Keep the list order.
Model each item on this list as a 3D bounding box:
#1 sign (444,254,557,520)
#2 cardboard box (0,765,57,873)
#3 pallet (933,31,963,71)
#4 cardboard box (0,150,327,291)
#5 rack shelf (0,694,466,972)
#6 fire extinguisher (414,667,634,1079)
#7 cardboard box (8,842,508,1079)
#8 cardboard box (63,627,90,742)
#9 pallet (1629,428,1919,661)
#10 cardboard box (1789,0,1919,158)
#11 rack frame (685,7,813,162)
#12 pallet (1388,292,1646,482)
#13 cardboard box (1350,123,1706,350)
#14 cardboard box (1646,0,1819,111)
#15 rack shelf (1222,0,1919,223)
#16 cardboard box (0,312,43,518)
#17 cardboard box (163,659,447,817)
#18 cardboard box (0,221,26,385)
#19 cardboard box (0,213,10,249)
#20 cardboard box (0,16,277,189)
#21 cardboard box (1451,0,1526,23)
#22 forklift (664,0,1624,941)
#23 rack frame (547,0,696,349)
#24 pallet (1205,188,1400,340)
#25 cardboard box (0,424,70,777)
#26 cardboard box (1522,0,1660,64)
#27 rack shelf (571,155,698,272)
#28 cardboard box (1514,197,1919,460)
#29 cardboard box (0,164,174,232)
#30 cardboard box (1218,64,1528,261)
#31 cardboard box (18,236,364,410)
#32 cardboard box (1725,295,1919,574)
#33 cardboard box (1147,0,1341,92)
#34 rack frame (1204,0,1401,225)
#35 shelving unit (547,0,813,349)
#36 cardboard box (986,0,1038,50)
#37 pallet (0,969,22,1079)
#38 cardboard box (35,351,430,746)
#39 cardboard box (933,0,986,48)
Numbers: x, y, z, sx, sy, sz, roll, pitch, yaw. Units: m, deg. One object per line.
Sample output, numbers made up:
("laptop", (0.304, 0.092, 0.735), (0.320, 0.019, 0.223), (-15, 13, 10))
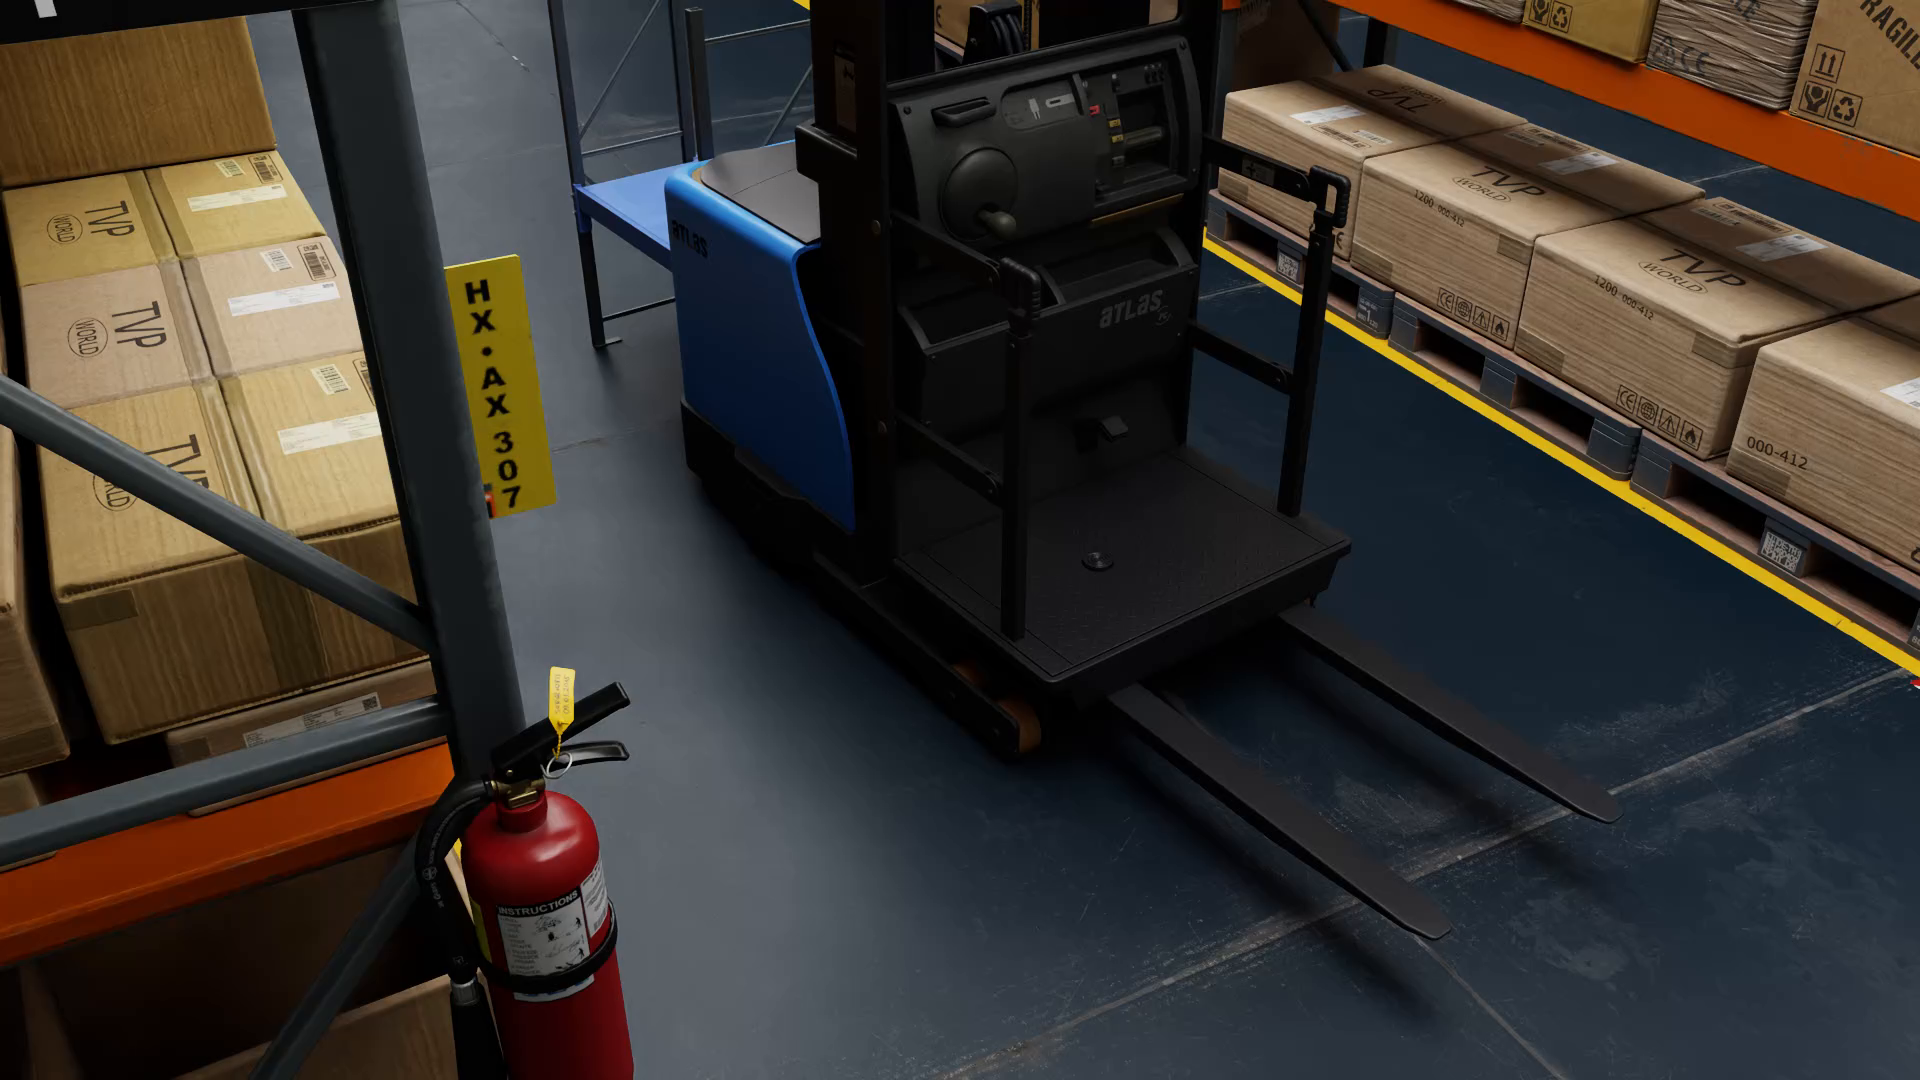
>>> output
("sign", (-0.539, -0.171, 1.934), (0.100, 0.325, 0.005), (-16, 36, -23))
("cardboard box", (-1.411, 0.345, 2.163), (0.380, 0.149, 0.250), (-16, 36, -24))
("pallet", (0.506, -2.587, 9.092), (1.003, 0.211, 1.213), (-16, 36, -23))
("cardboard box", (-1.467, -0.498, 3.110), (0.500, 0.250, 0.500), (-17, 36, -24))
("rack shelf", (-1.952, -0.321, 3.638), (1.077, 0.370, 4.000), (-16, 36, -23))
("fire extinguisher", (-0.542, 0.474, 2.147), (0.296, 0.674, 0.183), (-16, 36, -23))
("cardboard box", (-1.221, 0.889, 3.007), (0.797, 0.503, 0.637), (-17, 37, -25))
("cardboard box", (-1.475, 0.209, 2.377), (0.380, 0.149, 0.250), (-15, 35, -22))
("pallet", (2.928, -0.108, 5.223), (1.003, 0.211, 1.213), (-16, 36, -23))
("cardboard box", (2.690, -1.369, 4.514), (0.500, 0.500, 0.500), (-17, 36, -24))
("rack frame", (-0.605, -1.013, 5.441), (0.500, 1.500, 0.032), (-22, 39, -30))
("pallet", (2.363, -0.689, 6.130), (1.003, 0.211, 1.213), (-16, 36, -23))
("cardboard box", (2.121, -1.173, 6.287), (0.875, 0.438, 0.875), (-17, 36, -24))
("cardboard box", (2.442, -1.612, 4.893), (0.500, 0.500, 0.500), (-15, 36, -22))
("rack shelf", (2.438, -1.572, 5.589), (1.077, 0.370, 4.000), (-16, 36, -23))
("cardboard box", (-1.708, -0.131, 2.537), (0.500, 0.250, 0.500), (-16, 36, -23))
("cardboard box", (-0.930, 0.210, 2.374), (0.380, 0.149, 0.250), (-16, 36, -23))
("cardboard box", (-1.935, -0.369, 2.908), (0.500, 0.250, 0.500), (-15, 35, -22))
("cardboard box", (-2.178, -0.618, 3.298), (0.500, 0.250, 0.500), (-16, 36, -23))
("cardboard box", (-1.692, -1.048, 3.273), (0.500, 0.500, 0.500), (-15, 36, -22))
("cardboard box", (1.950, -2.101, 5.656), (0.500, 0.500, 0.500), (-16, 36, -23))
("forklift", (0.372, -0.963, 4.037), (1.130, 2.935, 3.031), (-22, 39, -30))
("rack frame", (-1.209, -1.454, 6.129), (0.500, 1.500, 0.032), (-22, 39, -30))
("pallet", (1.791, -1.272, 7.040), (1.003, 0.211, 1.213), (-16, 36, -23))
("cardboard box", (-1.468, 0.115, 2.153), (0.500, 0.250, 0.500), (-15, 36, -22))
("cardboard box", (2.190, -1.855, 5.273), (0.500, 0.500, 0.500), (-15, 35, -22))
("rack shelf", (-0.907, -1.082, 5.882), (0.538, 0.185, 1.000), (-22, 39, -30))
("cardboard box", (2.540, -0.743, 5.614), (0.875, 0.438, 0.875), (-15, 36, -22))
("cardboard box", (-1.724, -0.737, 3.482), (0.500, 0.250, 0.500), (-17, 36, -24))
("cardboard box", (1.703, -1.600, 6.953), (0.875, 0.438, 0.875), (-16, 36, -24))
("cardboard box", (-1.228, -0.257, 2.733), (0.500, 0.250, 0.500), (-15, 36, -23))
("cardboard box", (2.974, -0.308, 4.936), (0.875, 0.438, 0.875), (-17, 36, -25))
("cardboard box", (1.145, -2.387, 7.775), (0.875, 0.875, 0.875), (-15, 35, -22))
("rack frame", (1.505, -2.829, 6.885), (1.000, 3.000, 0.127), (-16, 36, -23))
("shelving unit", (-0.907, -1.234, 5.785), (0.538, 1.500, 1.048), (-22, 39, -30))
("cardboard box", (0.717, -2.816, 8.445), (0.875, 0.875, 0.875), (-15, 36, -22))
("pallet", (-1.427, 1.088, 3.356), (1.003, 0.211, 1.213), (-16, 36, -23))
("cardboard box", (-0.992, -0.016, 2.358), (0.500, 0.250, 0.500), (-16, 36, -23))
("cardboard box", (0.301, -3.243, 9.111), (0.875, 0.875, 0.875), (-15, 36, -23))
